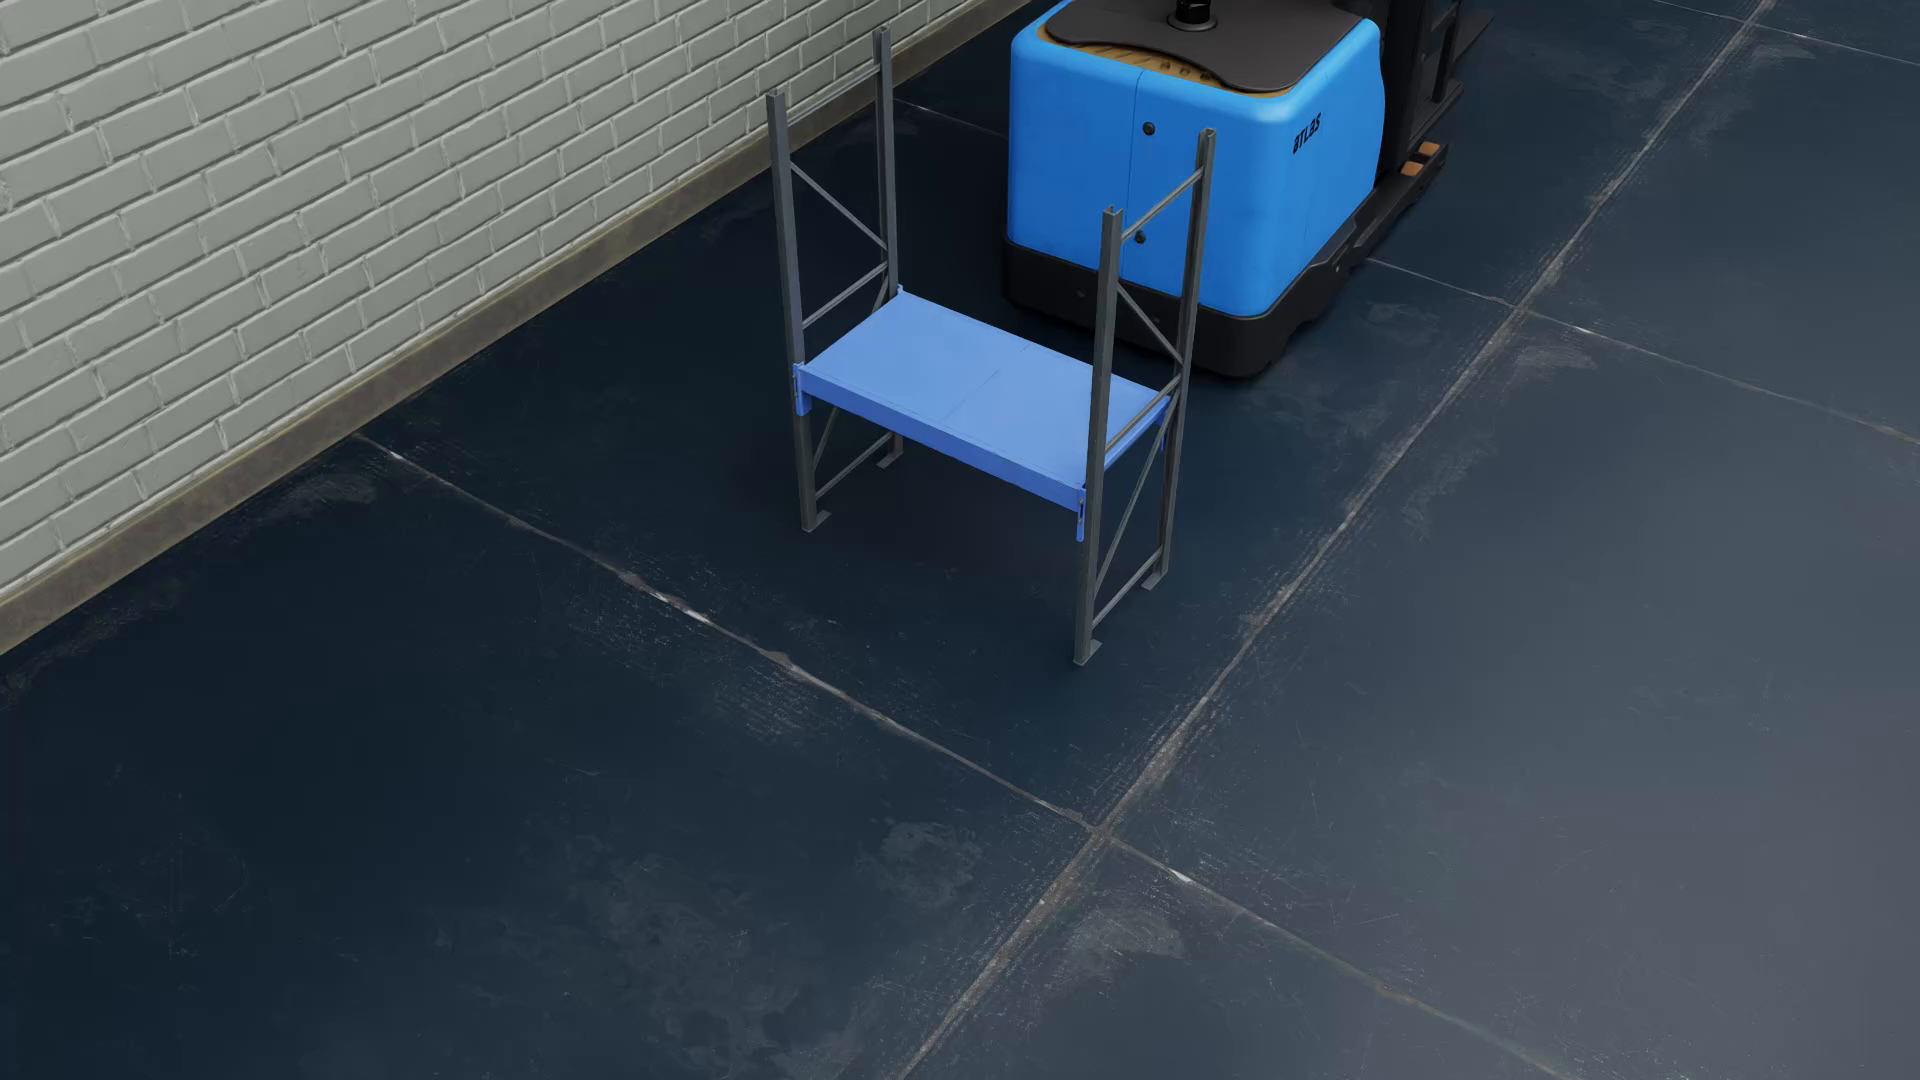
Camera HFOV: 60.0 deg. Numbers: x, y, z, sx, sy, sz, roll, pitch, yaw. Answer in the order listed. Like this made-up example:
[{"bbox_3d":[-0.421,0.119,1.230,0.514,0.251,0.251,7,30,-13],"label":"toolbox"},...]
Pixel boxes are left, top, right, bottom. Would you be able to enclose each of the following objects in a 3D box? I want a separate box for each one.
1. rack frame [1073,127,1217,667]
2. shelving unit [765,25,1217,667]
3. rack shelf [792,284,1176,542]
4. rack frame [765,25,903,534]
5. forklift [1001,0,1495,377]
[{"bbox_3d":[0.486,-0.332,4.496,0.032,1.500,0.500,25,48,25],"label":"rack frame"},{"bbox_3d":[0.070,-0.526,4.713,1.048,1.500,0.538,25,48,25],"label":"shelving unit"},{"bbox_3d":[0.070,-0.392,4.833,1.000,0.185,0.538,25,48,25],"label":"rack shelf"},{"bbox_3d":[-0.346,-0.721,4.931,0.032,1.500,0.500,25,48,25],"label":"rack frame"},{"bbox_3d":[1.363,-2.618,5.978,1.130,2.935,3.031,23,47,23],"label":"forklift"}]
